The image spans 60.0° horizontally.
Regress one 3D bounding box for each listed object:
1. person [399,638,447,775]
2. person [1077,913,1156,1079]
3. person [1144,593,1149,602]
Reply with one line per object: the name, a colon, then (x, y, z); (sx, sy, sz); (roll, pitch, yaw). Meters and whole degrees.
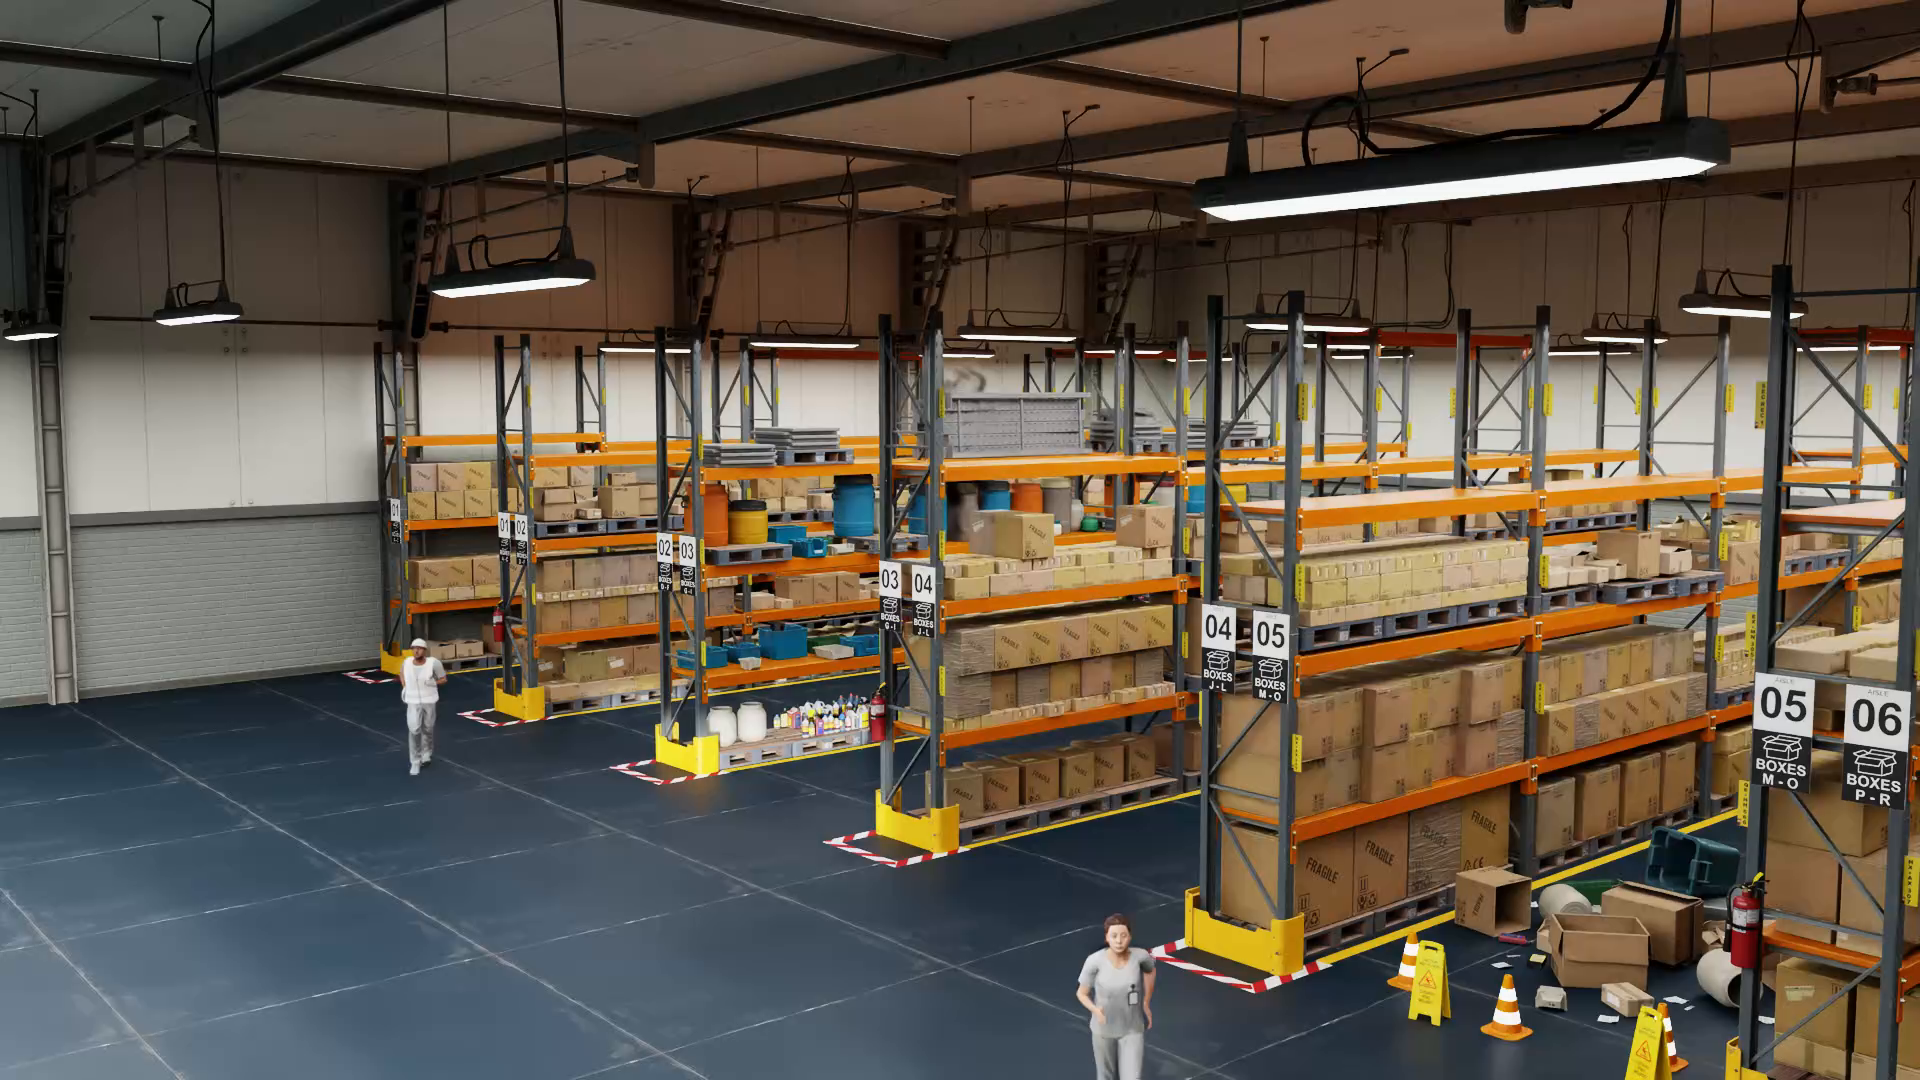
person: (-7.266, 2.242, 22.524); (0.645, 1.852, 0.786); (-1, 5, -13)
person: (1.052, 3.305, 11.188); (0.539, 1.667, 0.967); (0, 5, 4)
person: (2.912, 1.708, 25.302); (0.648, 1.864, 0.682); (5, 7, 42)
